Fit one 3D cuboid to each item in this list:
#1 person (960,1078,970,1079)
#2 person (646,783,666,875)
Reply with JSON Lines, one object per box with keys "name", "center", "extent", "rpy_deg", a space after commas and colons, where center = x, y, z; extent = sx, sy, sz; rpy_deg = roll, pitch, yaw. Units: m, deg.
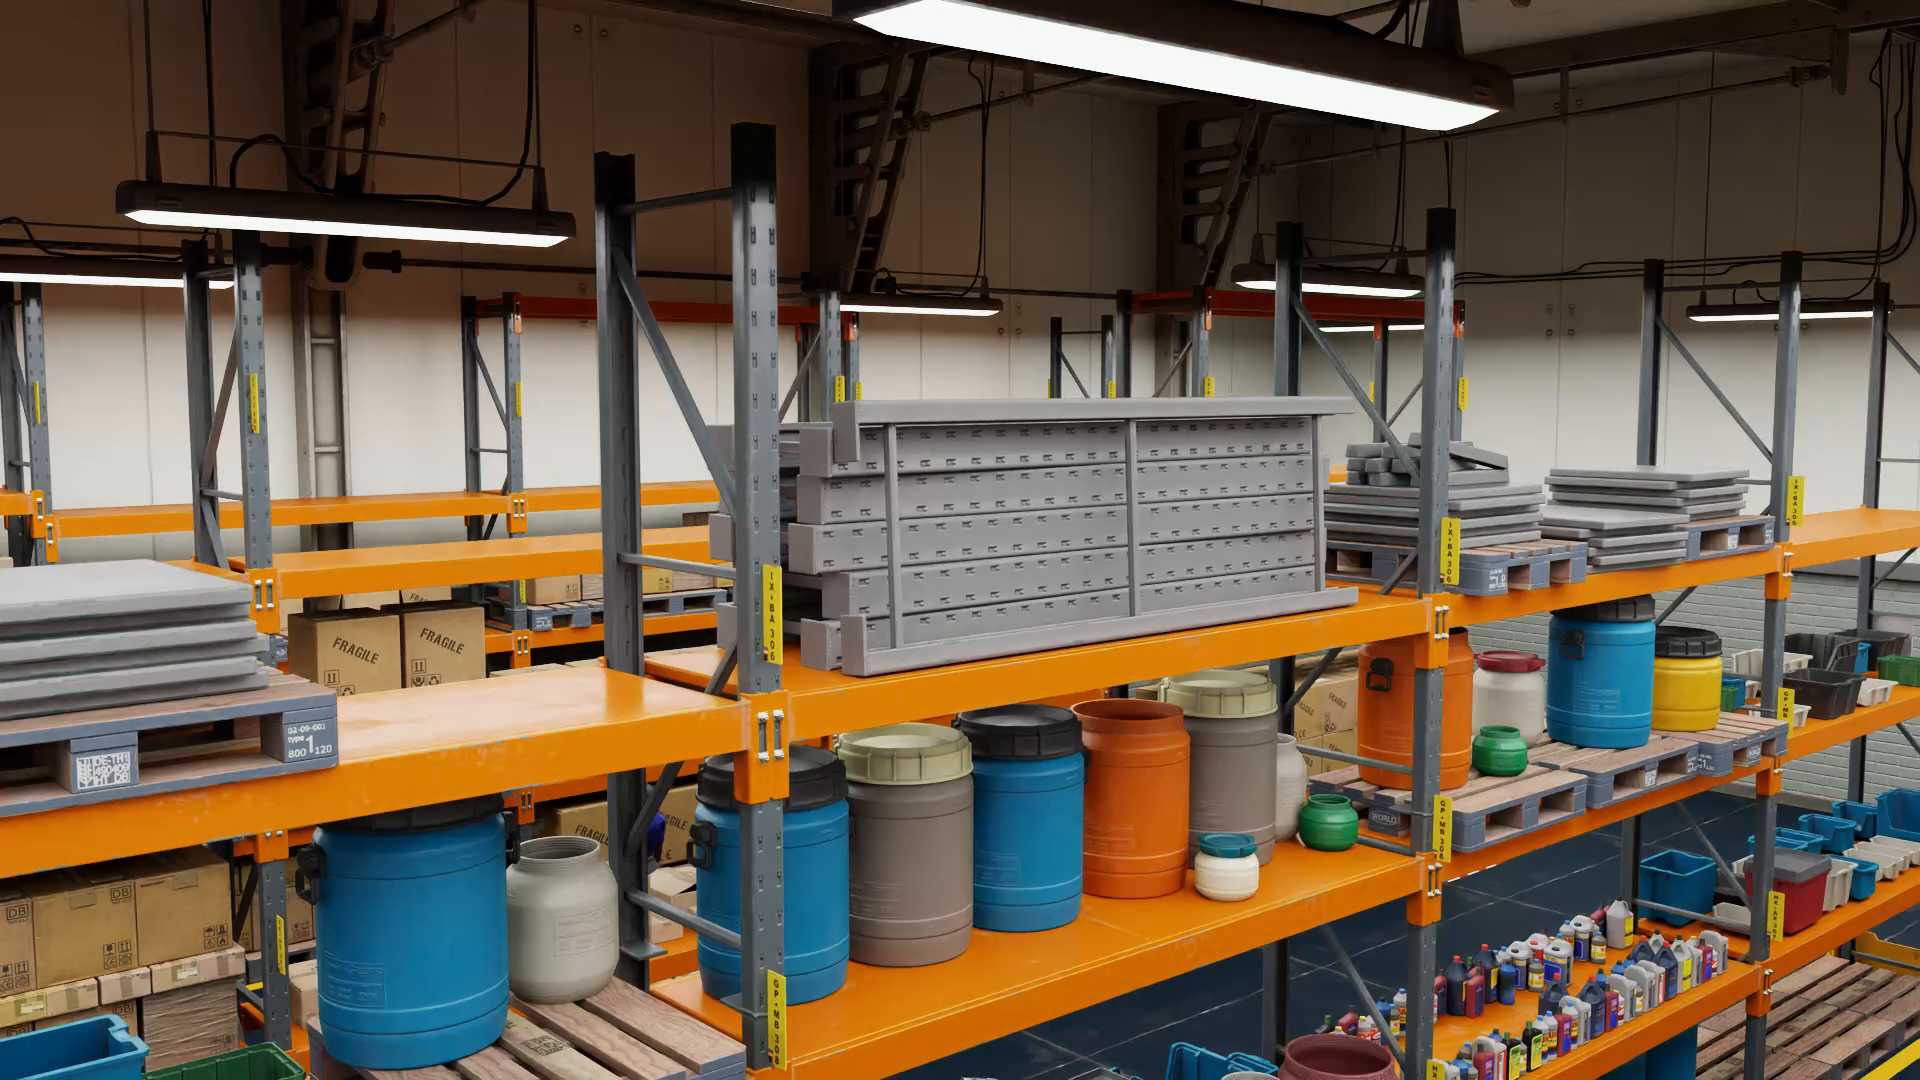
{"name": "person", "center": [0.053, 3.504, 8.251], "extent": [0.664, 1.794, 0.456], "rpy_deg": [-4, 7, -38]}
{"name": "person", "center": [-2.841, 2.976, 14.561], "extent": [0.340, 1.701, 0.565], "rpy_deg": [5, 7, 44]}
